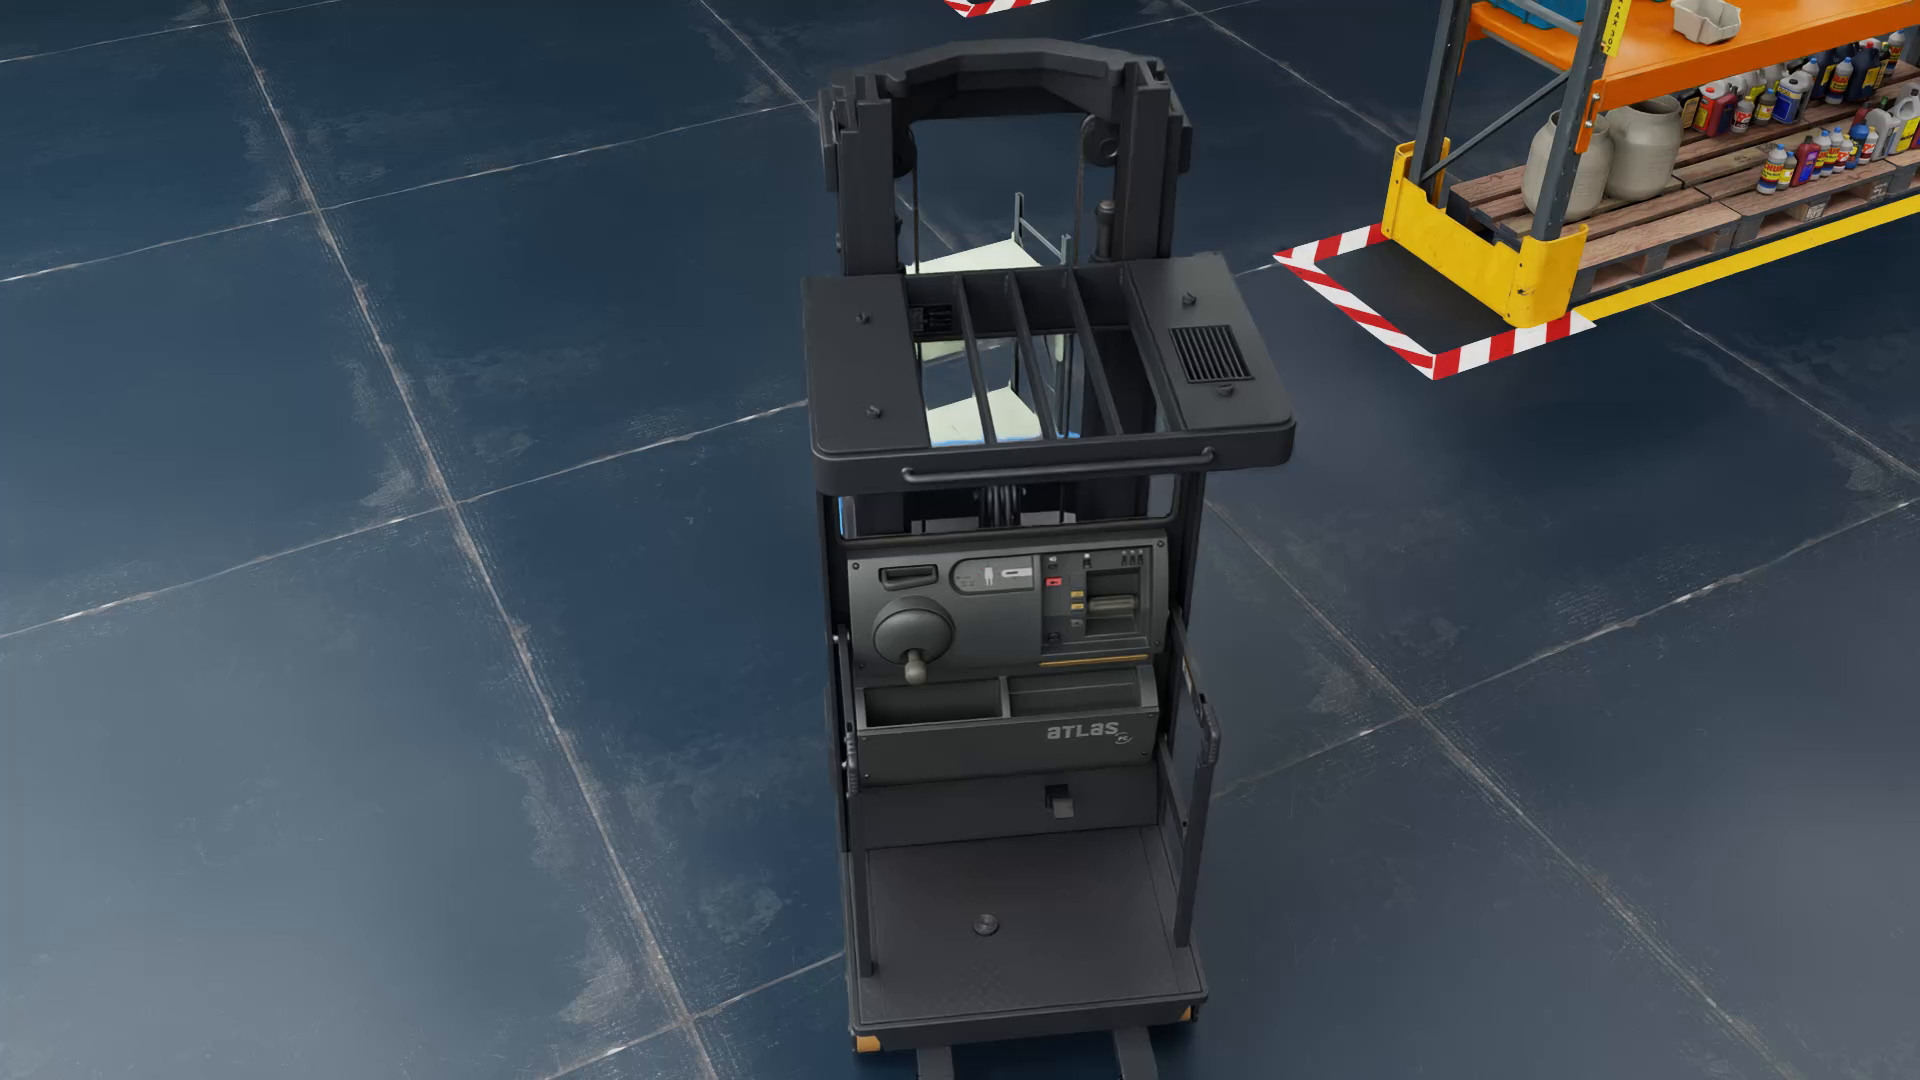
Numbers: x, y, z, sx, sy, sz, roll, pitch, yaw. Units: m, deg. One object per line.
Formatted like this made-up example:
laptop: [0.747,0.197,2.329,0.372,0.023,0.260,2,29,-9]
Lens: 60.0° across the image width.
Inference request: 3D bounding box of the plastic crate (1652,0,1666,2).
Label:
plastic crate: [3.588,-3.005,8.594,0.408,0.251,0.499,-19,44,-21]

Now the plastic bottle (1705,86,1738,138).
plastic bottle: [4.416,-2.480,9.620,0.133,0.283,0.061,-19,44,-21]

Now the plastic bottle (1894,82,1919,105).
plastic bottle: [5.553,-2.536,9.691,0.135,0.276,0.152,-19,44,-21]

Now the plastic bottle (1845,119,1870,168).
plastic bottle: [5.028,-2.232,9.337,0.097,0.271,0.097,0,40,0]

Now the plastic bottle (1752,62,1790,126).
plastic bottle: [4.779,-2.673,9.796,0.284,0.351,0.242,-19,44,-21]

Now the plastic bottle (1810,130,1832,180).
plastic bottle: [4.760,-2.142,9.230,0.097,0.271,0.097,0,40,0]

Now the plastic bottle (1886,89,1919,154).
plastic bottle: [5.357,-2.390,9.462,0.185,0.351,0.144,-19,44,-21]

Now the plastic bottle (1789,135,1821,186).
plastic bottle: [4.665,-2.101,9.173,0.133,0.283,0.061,-18,43,-20]

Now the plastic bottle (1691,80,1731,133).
plastic bottle: [4.367,-2.538,9.694,0.135,0.276,0.152,-18,44,-20]

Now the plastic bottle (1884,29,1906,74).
plastic bottle: [5.767,-3.027,10.276,0.097,0.271,0.097,0,40,0]

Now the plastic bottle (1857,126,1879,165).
plastic bottle: [5.119,-2.236,9.395,0.097,0.201,0.097,0,40,0]

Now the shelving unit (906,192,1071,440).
shelving unit: [-0.006,-0.570,6.763,0.755,1.500,0.431,-19,44,-21]

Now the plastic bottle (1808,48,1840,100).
plastic bottle: [5.177,-2.842,9.995,0.185,0.351,0.144,-20,44,-22]

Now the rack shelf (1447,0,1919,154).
rack shelf: [4.478,-2.873,8.879,4.000,0.370,1.077,-19,44,-21]

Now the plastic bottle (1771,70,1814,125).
plastic bottle: [4.890,-2.609,9.778,0.135,0.276,0.152,-19,44,-21]

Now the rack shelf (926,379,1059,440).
rack shelf: [-0.006,-0.322,6.974,0.720,0.370,0.431,-19,44,-21]

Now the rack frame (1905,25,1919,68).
rack frame: [6.252,-3.744,9.352,0.127,3.000,1.000,-19,44,-21]

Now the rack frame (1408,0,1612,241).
rack frame: [2.704,-2.551,7.942,0.127,3.000,1.000,-19,44,-21]

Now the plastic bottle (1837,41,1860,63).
plastic bottle: [5.344,-2.898,10.062,0.185,0.351,0.144,-17,43,-20]

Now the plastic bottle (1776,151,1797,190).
plastic bottle: [4.548,-2.044,9.168,0.097,0.201,0.097,0,40,0]

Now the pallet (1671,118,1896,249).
pallet: [4.553,-2.137,9.611,1.213,0.211,1.003,-19,44,-21]

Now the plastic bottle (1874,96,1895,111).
plastic bottle: [5.287,-2.416,9.544,0.133,0.283,0.061,-19,44,-21]

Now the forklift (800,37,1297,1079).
forklift: [0.170,0.275,4.656,1.130,2.935,3.031,-4,40,-5]

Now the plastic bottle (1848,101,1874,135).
plastic bottle: [5.161,-2.379,9.501,0.133,0.283,0.061,-19,44,-21]

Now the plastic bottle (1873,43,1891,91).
plastic bottle: [5.542,-2.859,10.067,0.133,0.283,0.061,-19,44,-21]

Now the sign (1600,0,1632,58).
sign: [2.954,-2.340,7.478,0.005,0.325,0.100,-19,44,-21]

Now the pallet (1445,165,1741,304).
pallet: [3.473,-1.775,9.184,1.213,0.211,1.003,-19,44,-21]

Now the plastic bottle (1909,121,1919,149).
plastic bottle: [5.518,-2.388,9.512,0.133,0.283,0.061,-16,43,-18]

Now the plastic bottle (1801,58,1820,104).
plastic bottle: [5.063,-2.746,9.944,0.097,0.271,0.097,0,40,0]

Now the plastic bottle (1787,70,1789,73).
plastic bottle: [4.915,-2.714,9.960,0.097,0.201,0.097,0,40,0]

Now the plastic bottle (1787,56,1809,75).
plastic bottle: [5.011,-2.791,9.987,0.133,0.283,0.061,-17,43,-19]

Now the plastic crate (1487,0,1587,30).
plastic crate: [3.010,-2.815,8.369,0.616,0.251,0.499,-19,44,-21]

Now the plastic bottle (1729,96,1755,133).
plastic bottle: [4.564,-2.485,9.689,0.097,0.201,0.097,0,40,0]

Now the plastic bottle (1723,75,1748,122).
plastic bottle: [4.490,-2.579,9.743,0.135,0.276,0.152,-20,44,-22]

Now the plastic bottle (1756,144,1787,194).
plastic bottle: [4.456,-2.040,9.109,0.097,0.271,0.097,0,40,0]

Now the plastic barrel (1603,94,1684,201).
plastic barrel: [3.697,-2.151,9.070,0.421,0.512,0.421,0,40,0]

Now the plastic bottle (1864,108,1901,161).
plastic bottle: [5.211,-2.316,9.431,0.135,0.276,0.152,-18,43,-20]

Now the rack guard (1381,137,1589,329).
rack guard: [2.750,-1.646,8.808,0.348,0.500,1.175,-19,44,-21]

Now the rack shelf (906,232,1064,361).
rack shelf: [-0.006,-0.868,6.511,0.720,0.370,0.431,-19,44,-21]

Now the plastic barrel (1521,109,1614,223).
plastic barrel: [3.252,-2.002,8.894,0.421,0.512,0.421,0,40,0]

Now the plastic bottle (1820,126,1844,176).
plastic bottle: [4.849,-2.172,9.265,0.097,0.271,0.097,0,40,0]

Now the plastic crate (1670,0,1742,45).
plastic crate: [3.646,-2.533,8.125,0.250,0.136,0.298,-19,44,-21]

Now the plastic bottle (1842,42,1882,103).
plastic bottle: [5.411,-2.816,9.964,0.185,0.351,0.144,-19,44,-21]

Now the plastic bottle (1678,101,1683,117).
plastic bottle: [4.130,-2.450,9.648,0.097,0.201,0.097,0,40,0]

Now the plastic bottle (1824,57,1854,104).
plastic bottle: [5.271,-2.755,9.955,0.097,0.271,0.097,0,40,0]

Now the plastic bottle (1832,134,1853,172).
plastic bottle: [4.937,-2.175,9.323,0.097,0.201,0.097,0,40,0]

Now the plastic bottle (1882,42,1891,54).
plastic bottle: [5.676,-2.970,10.262,0.097,0.201,0.097,0,40,0]

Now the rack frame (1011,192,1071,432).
rack frame: [0.319,-0.680,6.892,0.023,1.500,0.400,-19,44,-21]
